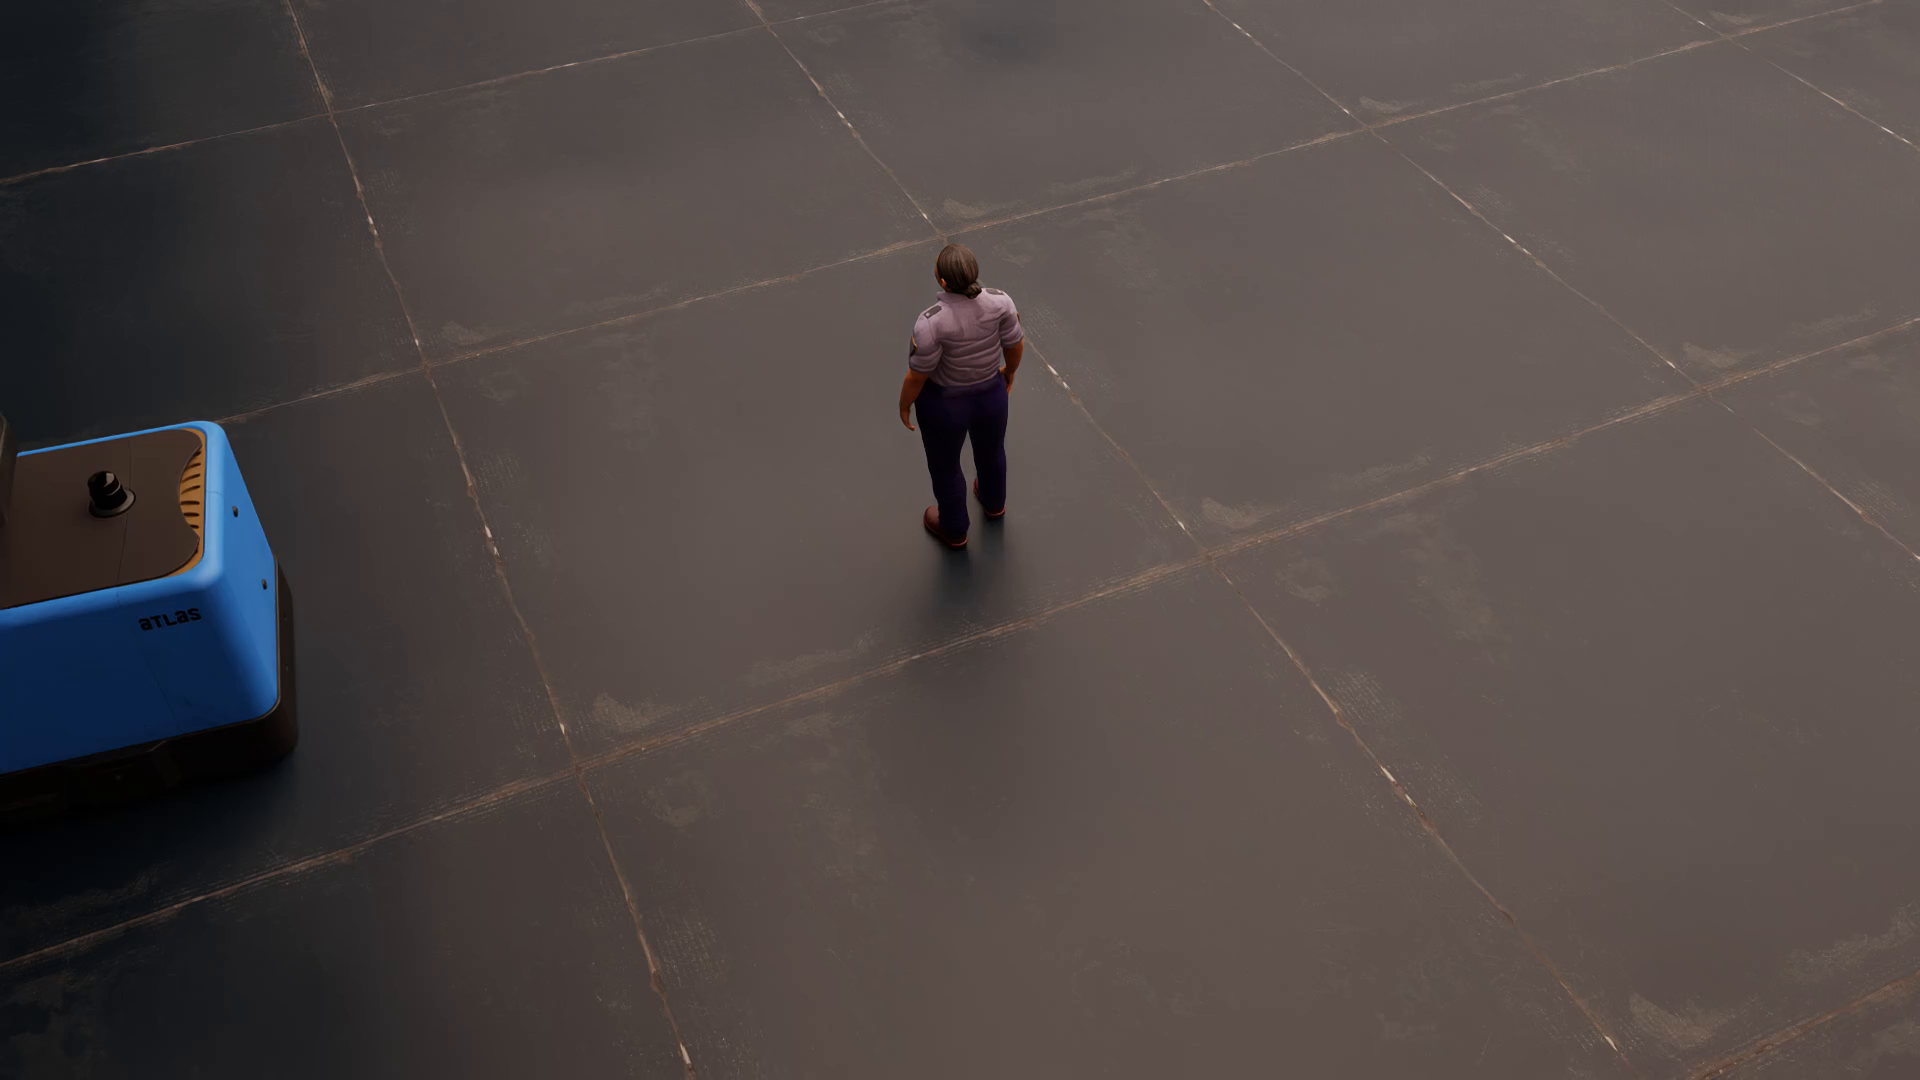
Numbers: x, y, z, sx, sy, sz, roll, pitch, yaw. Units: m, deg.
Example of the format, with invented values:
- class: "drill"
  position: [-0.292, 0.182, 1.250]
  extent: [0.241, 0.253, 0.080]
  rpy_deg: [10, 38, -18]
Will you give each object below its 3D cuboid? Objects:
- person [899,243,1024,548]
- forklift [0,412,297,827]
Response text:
- class: "person"
  position: [-0.017, -0.670, 7.327]
  extent: [0.598, 1.651, 0.503]
  rpy_deg: [-18, 46, -18]
- class: "forklift"
  position: [-4.307, -0.175, 5.868]
  extent: [3.031, 2.935, 1.130]
  rpy_deg: [-12, 44, -13]
